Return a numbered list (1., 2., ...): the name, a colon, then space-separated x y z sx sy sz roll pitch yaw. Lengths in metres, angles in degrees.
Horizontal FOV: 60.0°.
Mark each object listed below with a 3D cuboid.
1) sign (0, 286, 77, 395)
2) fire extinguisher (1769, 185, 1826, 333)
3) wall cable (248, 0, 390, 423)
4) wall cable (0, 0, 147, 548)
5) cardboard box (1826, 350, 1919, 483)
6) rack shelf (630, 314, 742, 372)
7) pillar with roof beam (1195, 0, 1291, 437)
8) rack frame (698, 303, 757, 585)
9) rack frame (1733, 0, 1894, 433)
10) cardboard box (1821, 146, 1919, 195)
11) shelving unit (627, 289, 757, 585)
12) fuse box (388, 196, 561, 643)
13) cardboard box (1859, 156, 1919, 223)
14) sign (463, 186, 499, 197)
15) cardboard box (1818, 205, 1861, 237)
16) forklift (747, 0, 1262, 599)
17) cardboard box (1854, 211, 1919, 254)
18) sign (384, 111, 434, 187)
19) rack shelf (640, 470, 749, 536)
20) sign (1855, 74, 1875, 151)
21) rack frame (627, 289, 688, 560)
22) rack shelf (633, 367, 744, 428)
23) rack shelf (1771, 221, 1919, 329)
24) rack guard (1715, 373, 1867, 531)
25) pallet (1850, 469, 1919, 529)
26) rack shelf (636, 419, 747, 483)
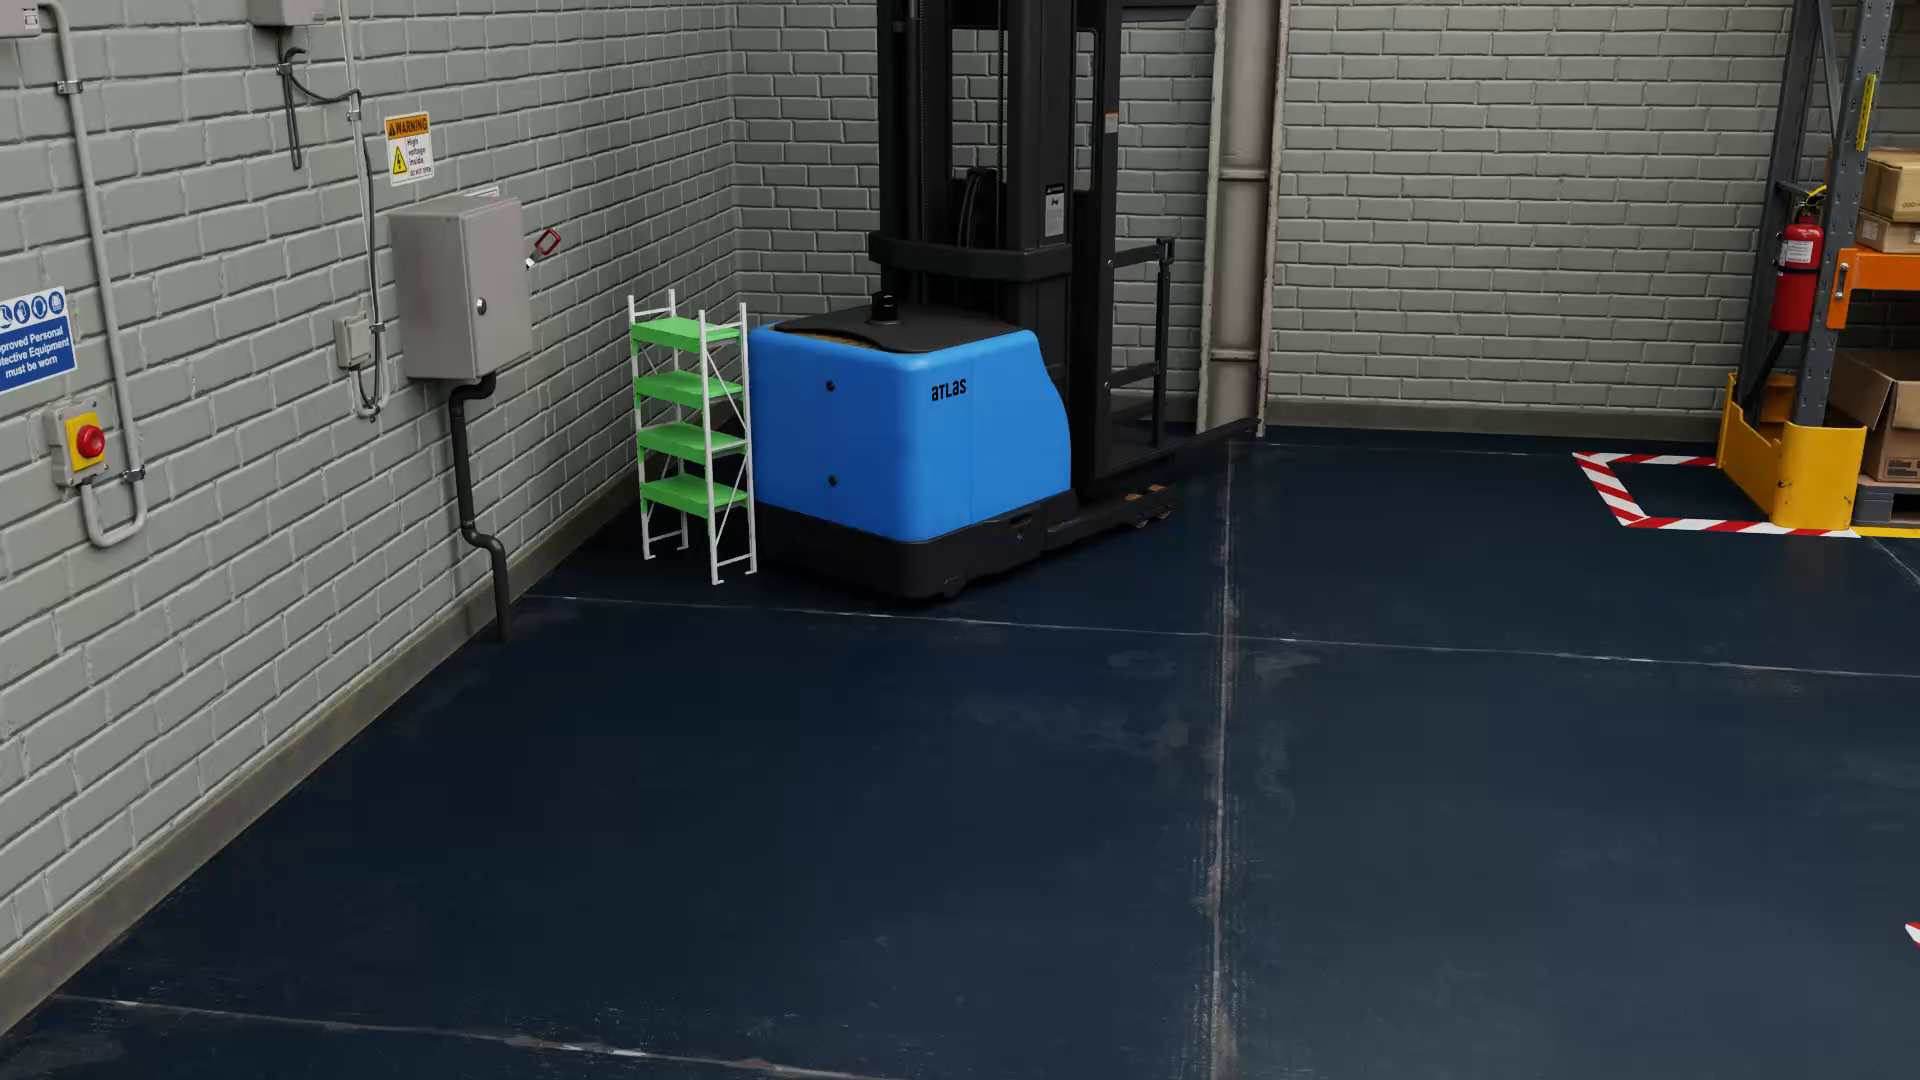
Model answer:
1. sign: -2.318 -0.496 4.131 0.001 0.218 0.327 3 19 9
2. fire extinguisher: 3.886 -1.307 7.693 0.183 0.674 0.296 3 19 9
3. wall cable: -2.036 -1.306 5.379 0.122 1.984 0.588 3 19 9
4. wall cable: -2.250 -0.876 4.044 0.123 1.953 0.585 3 19 9
5. cardboard box: 4.694 -0.613 8.181 0.637 0.503 0.797 2 19 6
6. rack shelf: -1.168 -0.850 7.142 0.480 0.148 0.258 17 25 41
7. pillar with roof beam: 0.903 -3.573 4.299 0.400 9.000 9.100 3 19 9
8. rack frame: -0.990 -0.402 7.115 0.015 1.200 0.240 17 25 41
9. rack frame: 4.105 -1.658 8.032 0.127 3.000 1.000 3 19 9
10. cardboard box: 4.601 -1.788 8.188 0.500 0.250 0.500 3 19 10
11. shelving unit: -1.168 -0.456 7.274 0.503 1.200 0.258 17 25 41
12. fuse box: -1.772 -0.419 6.360 0.414 1.711 0.539 3 19 9
13. cardboard box: 4.510 -1.621 7.688 0.500 0.250 0.500 3 19 9
14. sign: -1.899 -1.150 6.664 0.001 0.494 0.329 3 19 9
15. cardboard box: 4.475 -1.607 8.273 0.250 0.149 0.380 3 19 8
16. forklift: 0.406 -1.540 7.786 1.130 2.935 3.031 15 24 38
17. cardboard box: 4.386 -1.437 7.766 0.250 0.149 0.380 3 19 8
18. sign: -1.986 -1.415 6.004 0.001 0.242 0.339 3 19 9
19. rack shelf: -1.168 -0.167 7.370 0.480 0.148 0.258 17 25 41
20. sign: 4.019 -1.899 7.387 0.005 0.325 0.100 3 19 9
21. rack frame: -1.346 -0.509 7.432 0.015 1.200 0.240 17 25 41
22. rack shelf: -1.168 -0.623 7.218 0.480 0.148 0.258 17 25 41
23. rack shelf: 6.080 -1.217 7.845 4.000 0.370 1.077 3 19 9
24. rack guard: 4.180 -0.469 8.417 0.348 0.500 1.175 3 19 9
25. pallet: 4.967 -0.292 8.344 1.213 0.211 1.003 3 19 9
26. rack shelf: -1.168 -0.395 7.294 0.480 0.148 0.258 17 25 41
